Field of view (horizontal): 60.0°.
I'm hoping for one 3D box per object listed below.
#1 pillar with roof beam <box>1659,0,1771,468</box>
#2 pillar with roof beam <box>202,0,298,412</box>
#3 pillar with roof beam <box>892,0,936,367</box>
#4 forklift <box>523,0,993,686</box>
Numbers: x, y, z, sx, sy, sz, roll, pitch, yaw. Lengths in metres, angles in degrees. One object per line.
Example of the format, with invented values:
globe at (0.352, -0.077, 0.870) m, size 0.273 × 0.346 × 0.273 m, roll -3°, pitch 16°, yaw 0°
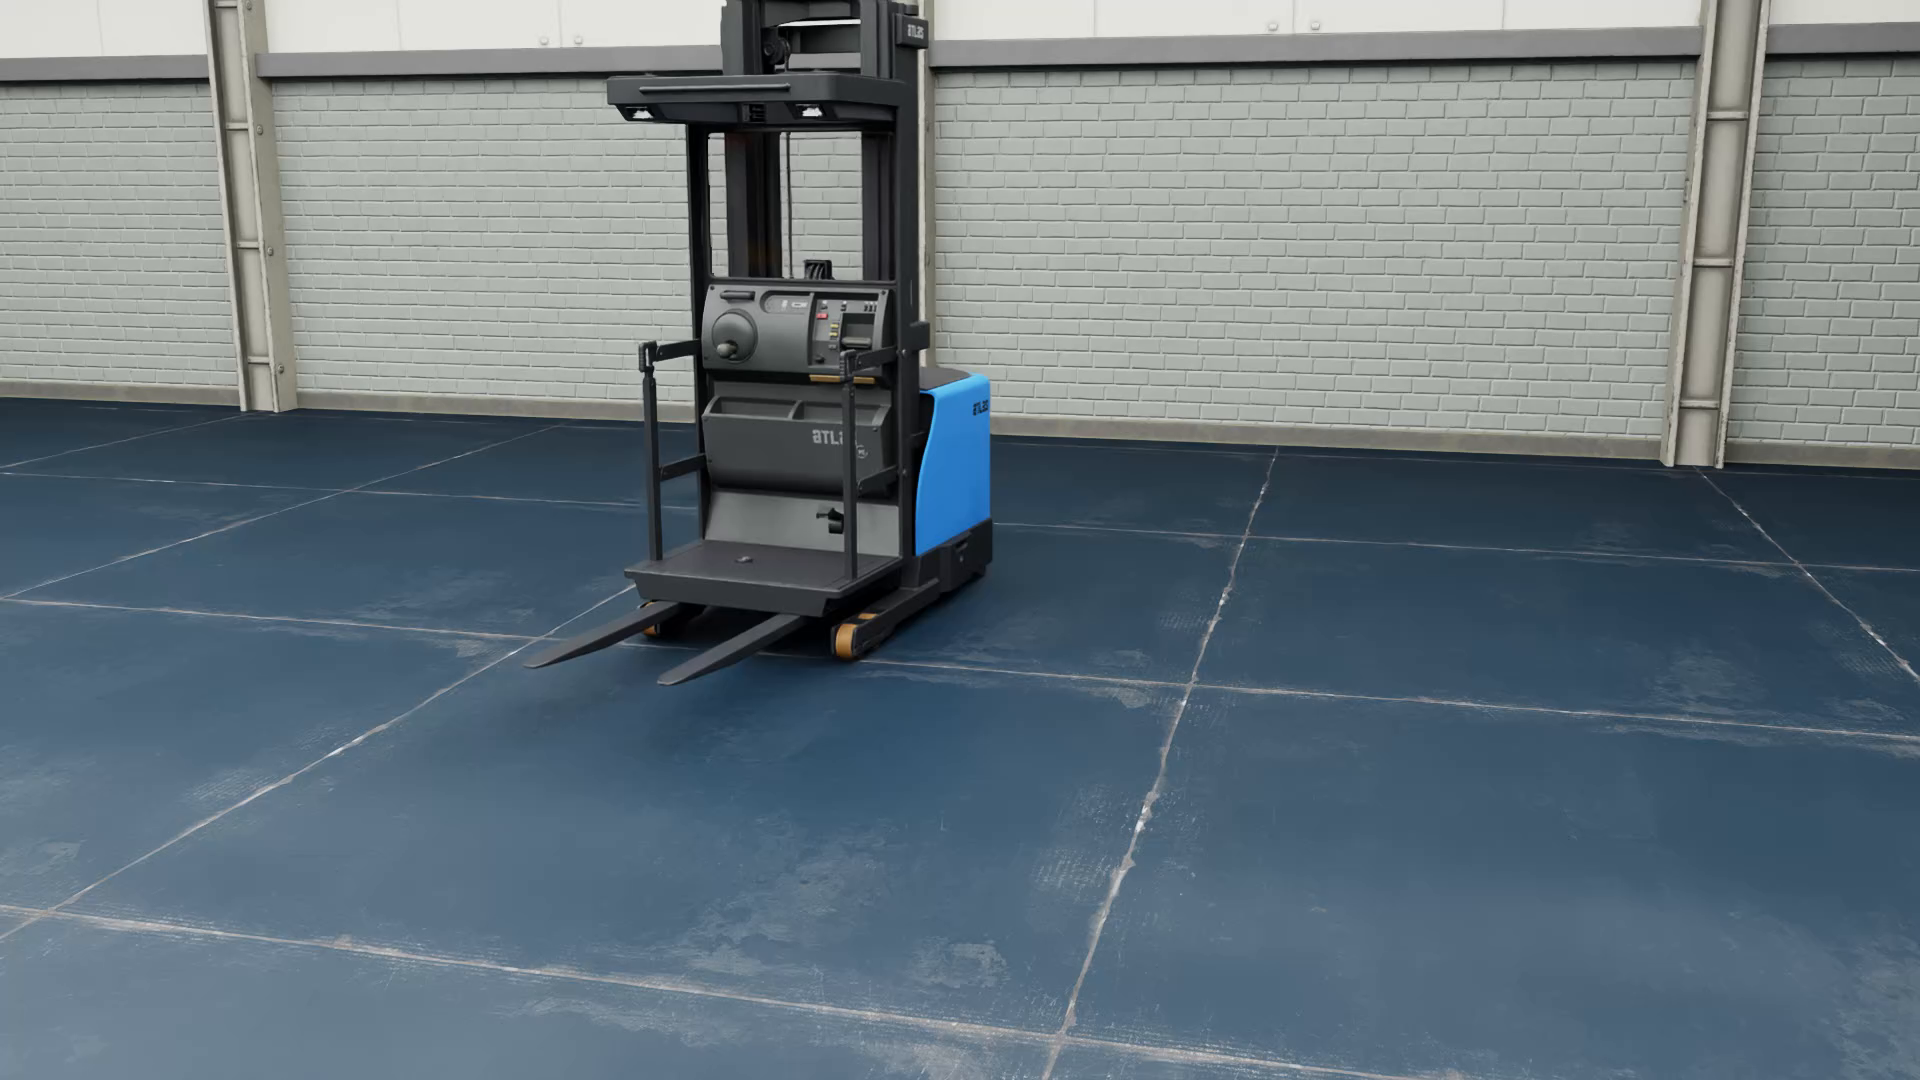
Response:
pillar with roof beam at (4.364, -4.052, 7.219) m, size 0.400 × 9.000 × 9.100 m, roll 3°, pitch 13°, yaw 14°
pillar with roof beam at (-7.286, -4.674, 10.026) m, size 0.400 × 9.000 × 9.100 m, roll 3°, pitch 13°, yaw 14°
pillar with roof beam at (-1.461, -4.363, 8.622) m, size 0.400 × 9.000 × 9.100 m, roll 3°, pitch 13°, yaw 14°
forklift at (-0.841, -1.001, 7.479) m, size 1.130 × 2.935 × 3.031 m, roll 5°, pitch 13°, yaw 21°
